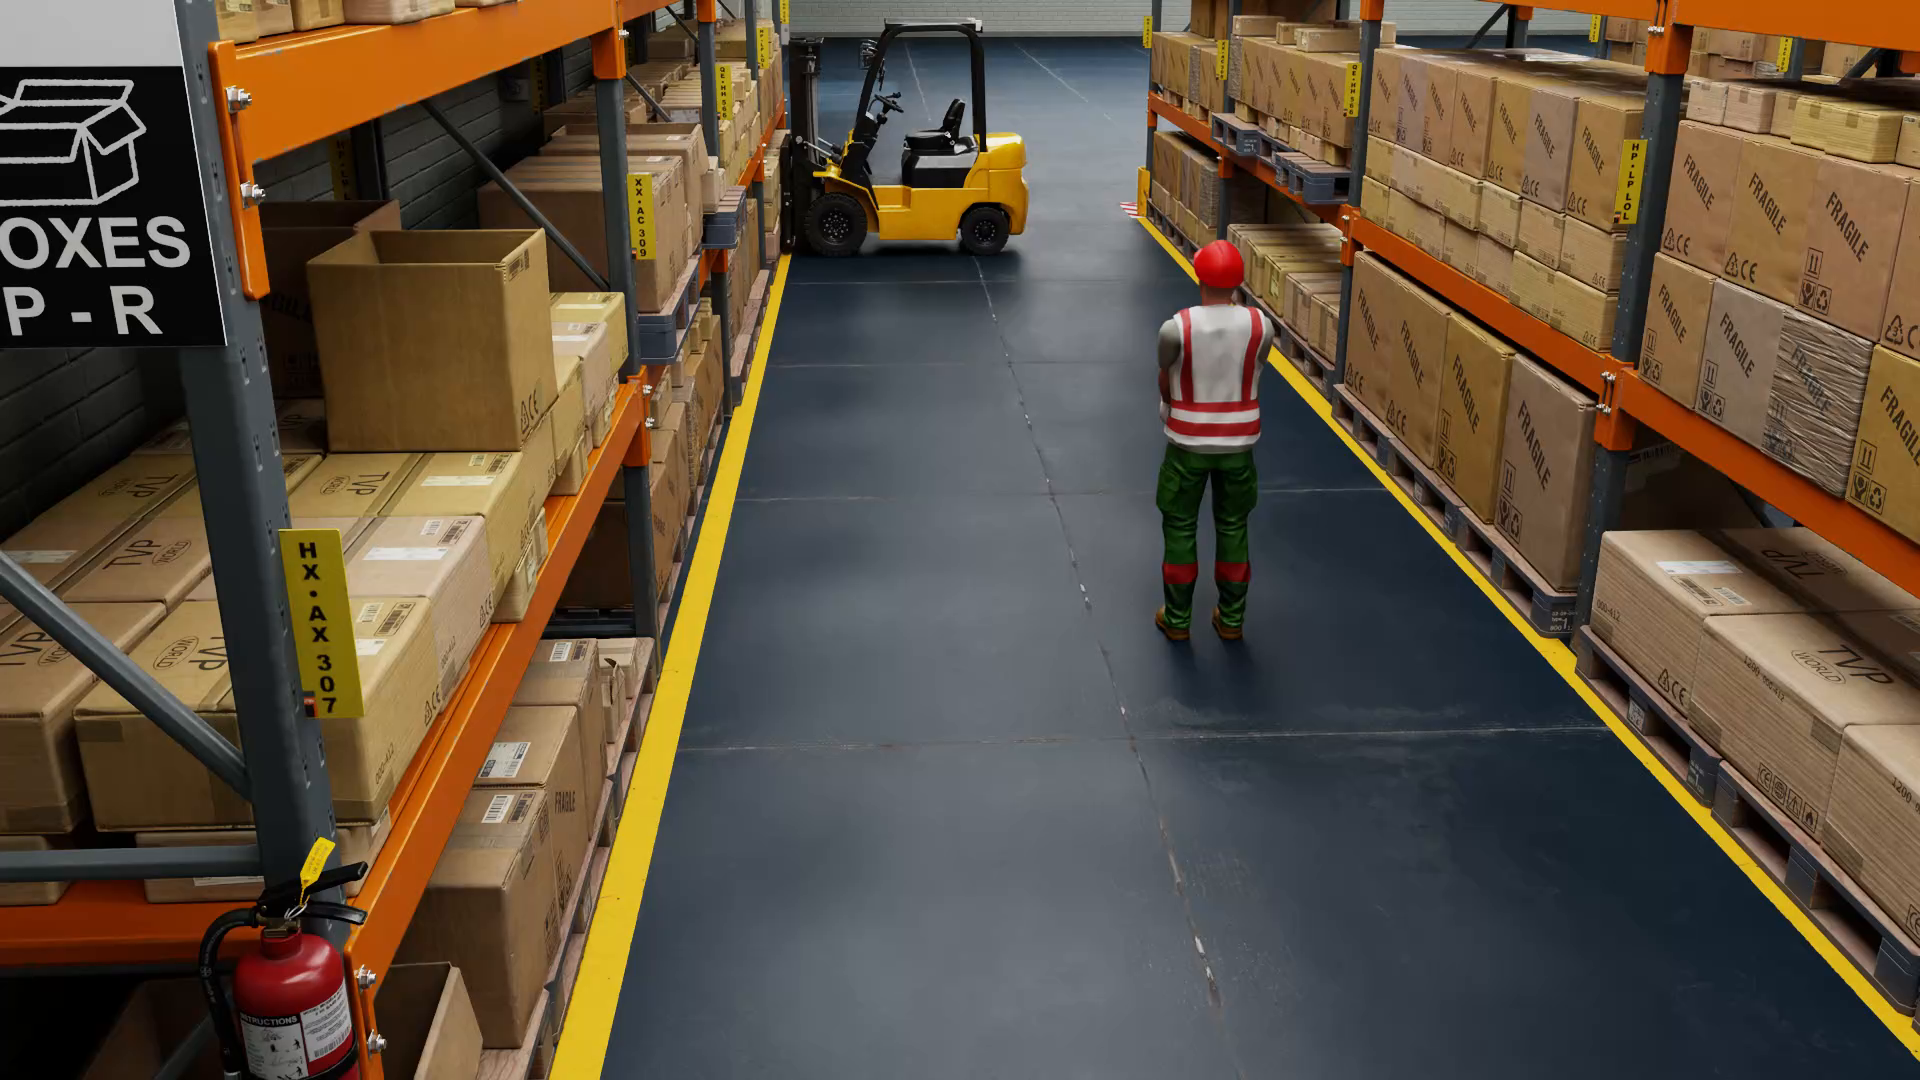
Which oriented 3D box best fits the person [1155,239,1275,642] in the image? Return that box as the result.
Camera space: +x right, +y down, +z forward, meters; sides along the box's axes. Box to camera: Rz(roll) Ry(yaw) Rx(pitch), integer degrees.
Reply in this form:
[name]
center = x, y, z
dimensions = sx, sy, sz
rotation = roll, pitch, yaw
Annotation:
[person]
center = 1.069, -0.449, 7.272
dimensions = 0.494, 1.783, 0.563
rotation = -1, 20, -3
